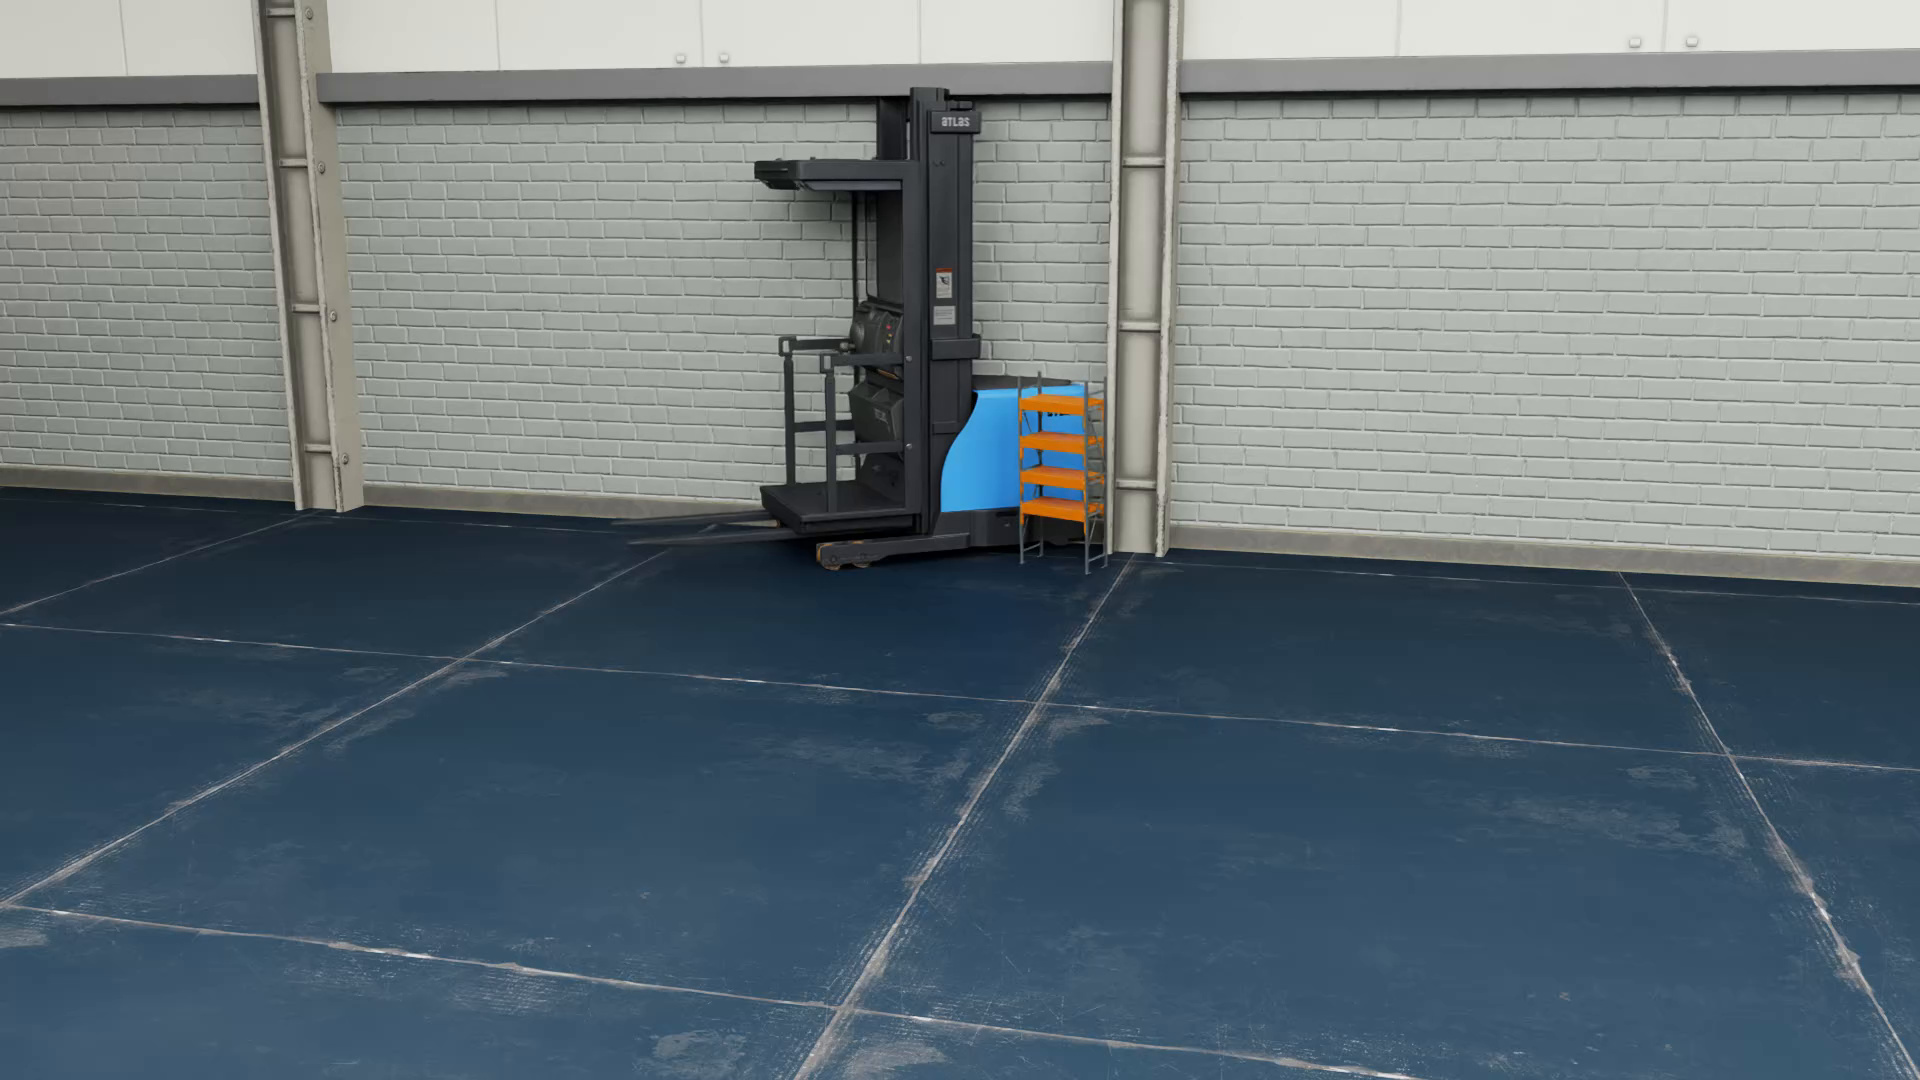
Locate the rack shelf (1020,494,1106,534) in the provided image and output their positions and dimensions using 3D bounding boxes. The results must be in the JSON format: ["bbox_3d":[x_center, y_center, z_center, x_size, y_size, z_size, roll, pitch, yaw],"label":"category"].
[{"bbox_3d":[0.647,-0.165,10.410,0.480,0.148,0.258,9,18,36],"label":"rack shelf"}]

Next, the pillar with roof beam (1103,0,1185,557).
[{"bbox_3d":[0.129,-3.421,5.878,0.400,9.000,9.100,3,13,14],"label":"pillar with roof beam"}]

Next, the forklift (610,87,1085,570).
[{"bbox_3d":[-0.721,-1.373,10.654,3.031,2.935,1.130,-5,13,-20],"label":"forklift"}]

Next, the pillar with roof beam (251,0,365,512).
[{"bbox_3d":[-5.697,-3.733,7.282,0.400,9.000,9.100,3,13,14],"label":"pillar with roof beam"}]

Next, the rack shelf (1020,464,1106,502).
[{"bbox_3d":[0.643,-0.357,10.361,0.480,0.148,0.258,9,18,36],"label":"rack shelf"}]

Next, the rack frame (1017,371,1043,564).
[{"bbox_3d":[0.446,-0.454,10.487,0.015,1.200,0.240,9,18,36],"label":"rack frame"}]

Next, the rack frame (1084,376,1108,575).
[{"bbox_3d":[0.836,-0.391,10.201,0.015,1.200,0.240,9,18,36],"label":"rack frame"}]

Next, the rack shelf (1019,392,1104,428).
[{"bbox_3d":[0.632,-0.803,10.248,0.480,0.148,0.258,9,18,36],"label":"rack shelf"}]

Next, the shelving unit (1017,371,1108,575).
[{"bbox_3d":[0.641,-0.423,10.344,0.503,1.200,0.258,9,18,36],"label":"shelving unit"}]

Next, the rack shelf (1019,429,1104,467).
[{"bbox_3d":[0.637,-0.574,10.306,0.480,0.148,0.258,9,18,36],"label":"rack shelf"}]
